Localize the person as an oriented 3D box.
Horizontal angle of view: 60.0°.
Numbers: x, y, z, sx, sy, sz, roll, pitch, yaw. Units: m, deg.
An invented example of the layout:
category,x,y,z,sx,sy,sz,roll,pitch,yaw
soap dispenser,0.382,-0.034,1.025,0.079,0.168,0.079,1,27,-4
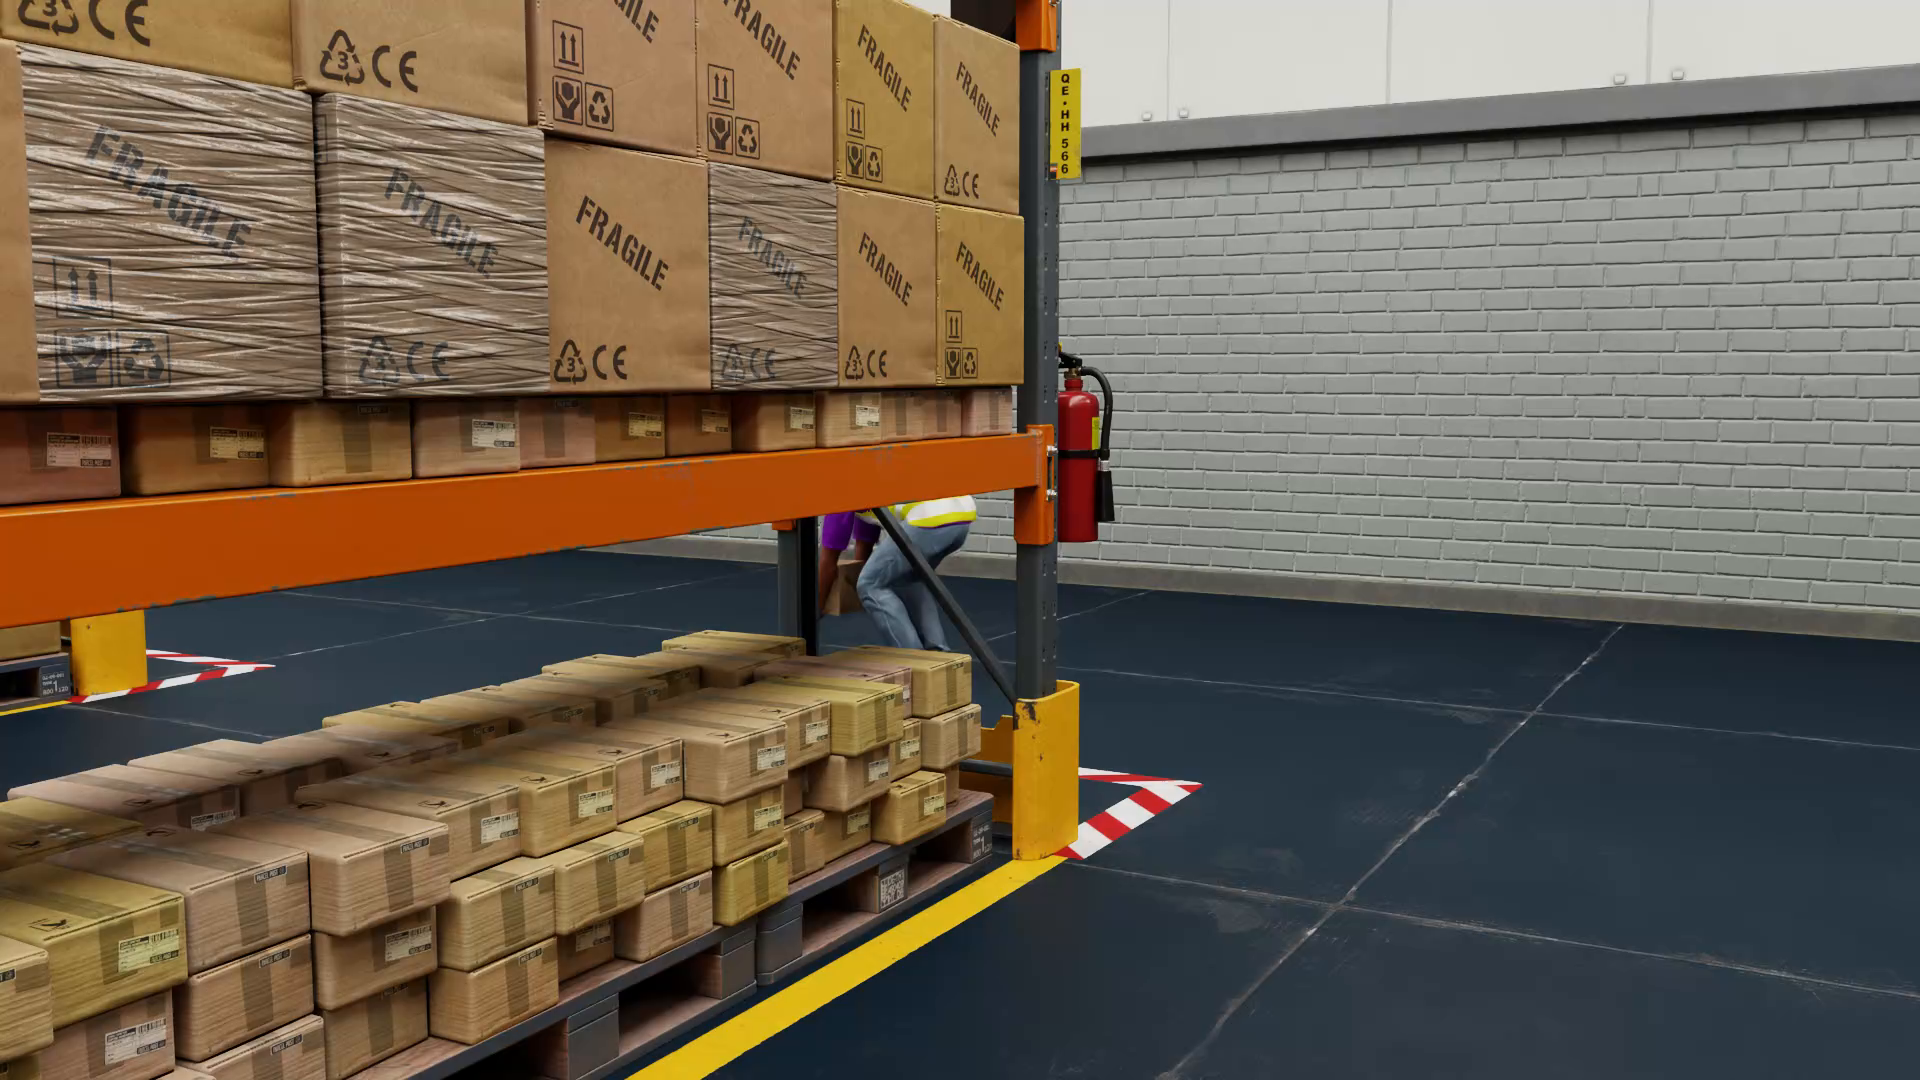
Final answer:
category,x,y,z,sx,sy,sz,roll,pitch,yaw
person,-0.402,0.107,8.212,0.964,1.102,0.510,3,7,26
